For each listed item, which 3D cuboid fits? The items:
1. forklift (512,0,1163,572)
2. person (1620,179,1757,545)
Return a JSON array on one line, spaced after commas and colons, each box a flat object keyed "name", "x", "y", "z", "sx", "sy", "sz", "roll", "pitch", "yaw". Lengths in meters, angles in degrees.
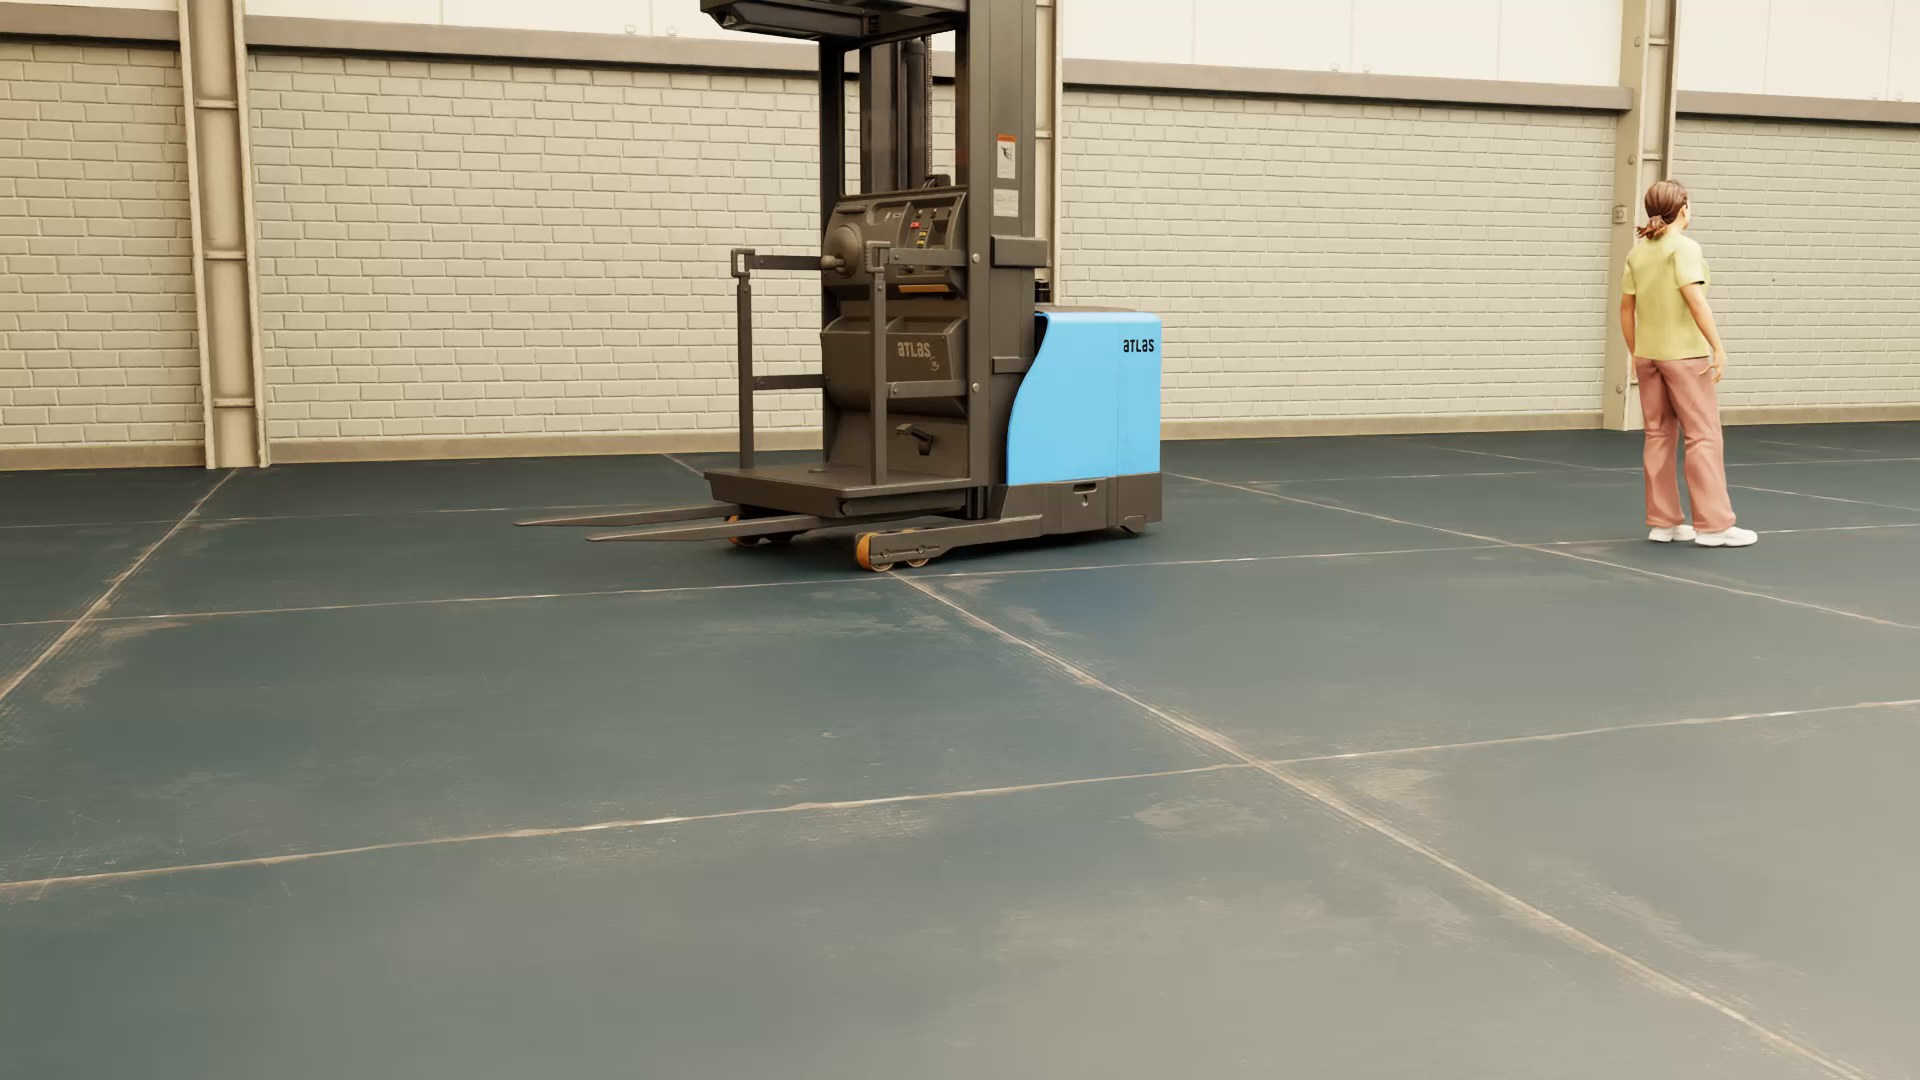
[{"name": "forklift", "x": -0.461, "y": -1.399, "z": 7.333, "sx": 3.031, "sy": 2.935, "sz": 1.130, "roll": -7, "pitch": 10, "yaw": -40}, {"name": "person", "x": 3.368, "y": -0.825, "z": 7.742, "sx": 0.536, "sy": 1.679, "sz": 0.541, "roll": -3, "pitch": 8, "yaw": -21}]
